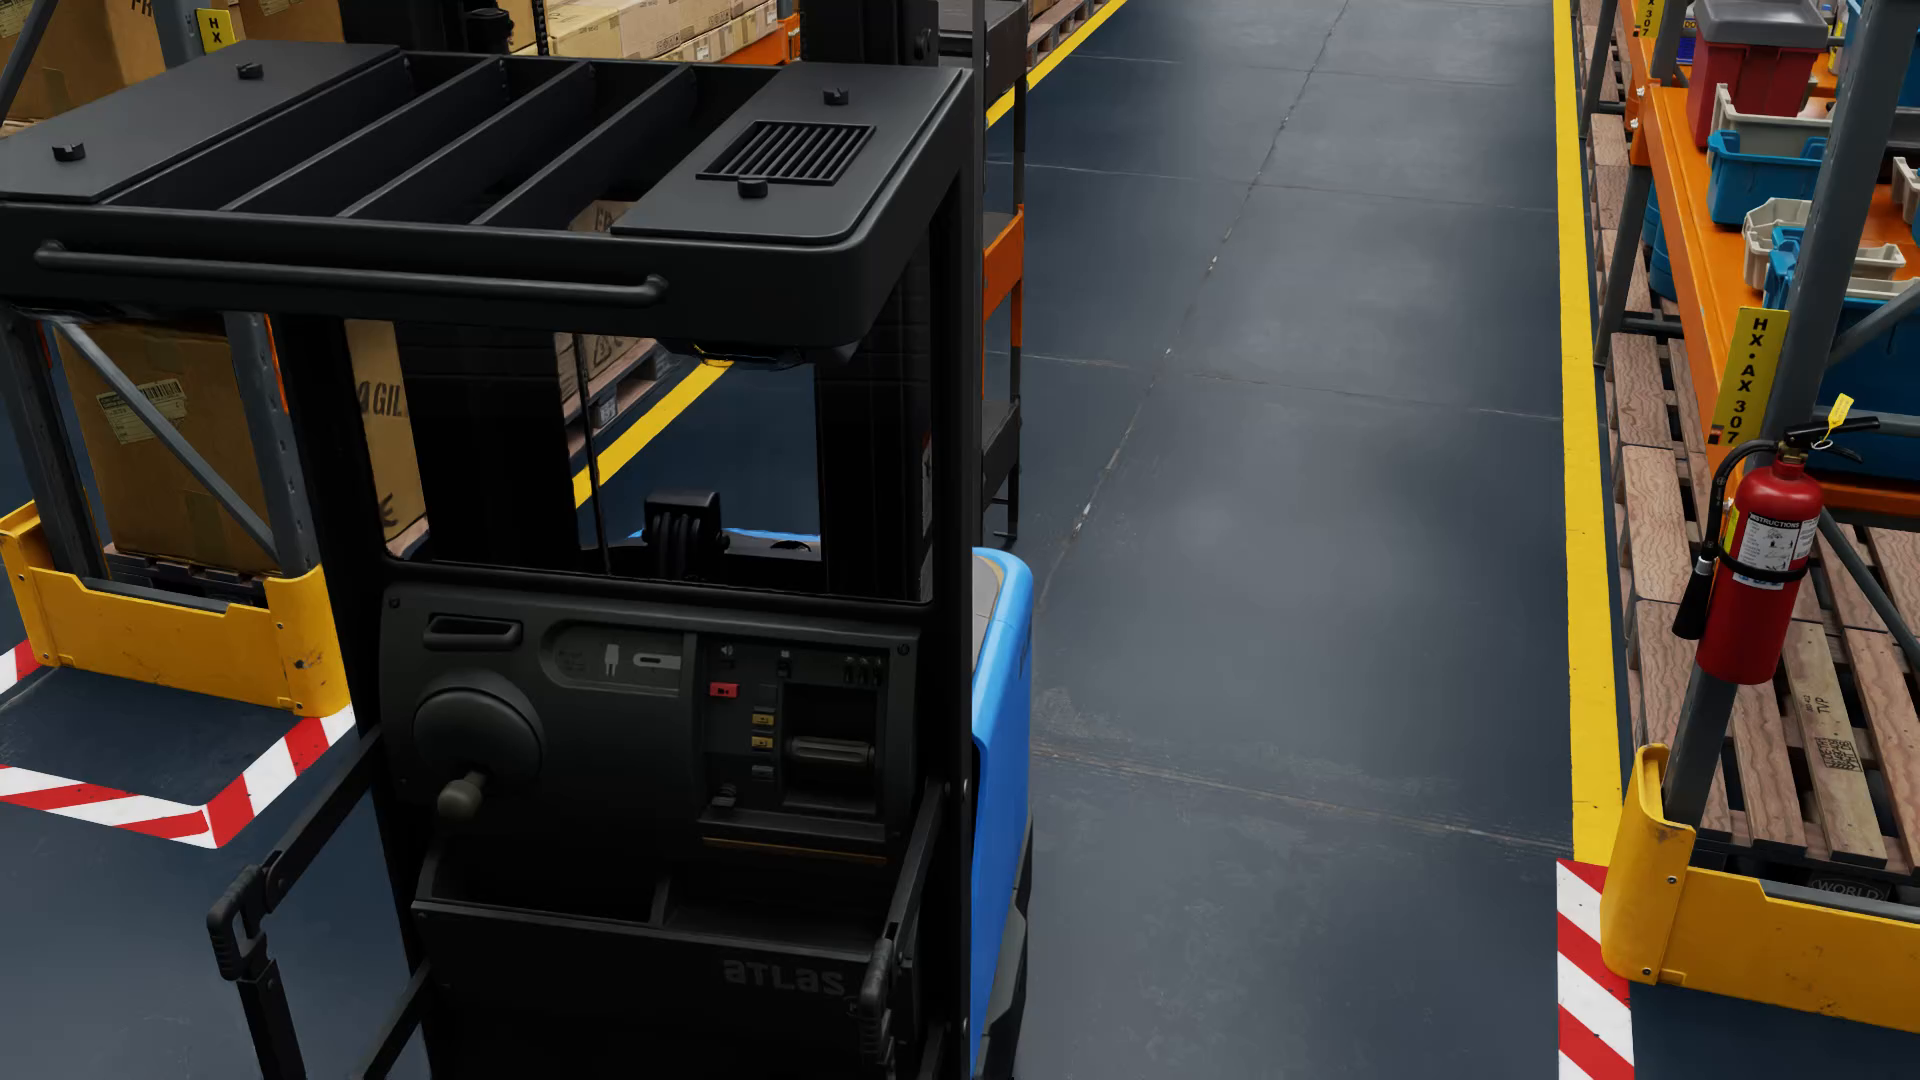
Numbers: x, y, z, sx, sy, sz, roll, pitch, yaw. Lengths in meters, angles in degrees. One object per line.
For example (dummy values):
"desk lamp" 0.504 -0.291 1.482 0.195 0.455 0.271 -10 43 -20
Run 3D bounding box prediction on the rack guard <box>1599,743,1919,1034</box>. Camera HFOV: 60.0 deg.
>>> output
"rack guard" 2.254 0.897 4.123 1.175 0.500 0.348 8 30 15

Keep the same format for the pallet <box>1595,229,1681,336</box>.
"pallet" 3.689 -1.201 8.192 1.003 0.211 1.213 8 30 15

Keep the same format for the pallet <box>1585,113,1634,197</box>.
"pallet" 4.405 -2.335 10.230 1.003 0.211 1.213 8 30 15

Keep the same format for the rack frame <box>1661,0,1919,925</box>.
"rack frame" 2.248 -0.208 3.539 1.000 3.000 0.127 8 30 15

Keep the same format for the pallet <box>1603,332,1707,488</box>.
"pallet" 3.244 -0.501 6.934 1.003 0.211 1.213 8 30 15

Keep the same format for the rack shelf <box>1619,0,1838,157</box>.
"rack shelf" 4.010 -2.682 8.726 1.077 0.370 4.000 8 30 15

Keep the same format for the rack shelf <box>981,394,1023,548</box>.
"rack shelf" -0.049 -0.217 5.948 0.431 0.518 0.480 8 30 15

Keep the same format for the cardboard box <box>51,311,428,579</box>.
"cardboard box" -2.375 -0.479 5.779 0.875 0.875 0.875 8 30 15

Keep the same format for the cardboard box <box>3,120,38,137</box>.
"cardboard box" -2.598 -1.243 5.246 0.500 0.250 0.500 8 30 14

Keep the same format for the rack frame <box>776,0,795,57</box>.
"rack frame" -1.312 -2.774 8.151 1.000 3.000 0.127 8 30 15

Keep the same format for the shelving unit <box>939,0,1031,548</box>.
"shelving unit" -0.049 -0.841 5.601 0.431 2.100 0.503 8 30 15

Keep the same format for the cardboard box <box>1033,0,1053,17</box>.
"cardboard box" 0.350 -4.571 13.500 0.700 0.500 0.500 11 31 19

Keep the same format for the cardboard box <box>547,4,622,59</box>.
"cardboard box" -1.642 -1.883 6.397 0.500 0.250 0.500 8 30 14

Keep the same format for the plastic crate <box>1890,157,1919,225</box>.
"plastic crate" 3.199 -1.126 5.398 0.293 0.136 0.466 8 30 15

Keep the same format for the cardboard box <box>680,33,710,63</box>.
"cardboard box" -1.315 -2.117 7.229 0.380 0.149 0.250 9 30 16

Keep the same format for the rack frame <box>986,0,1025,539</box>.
"rack frame" 0.023 -0.954 5.805 0.400 2.100 0.015 8 30 15

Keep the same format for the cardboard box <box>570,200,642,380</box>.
"cardboard box" -1.847 -1.315 7.283 0.875 0.875 0.875 8 30 15

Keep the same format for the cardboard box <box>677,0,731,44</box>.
"cardboard box" -1.340 -2.355 7.246 0.500 0.250 0.500 9 30 16

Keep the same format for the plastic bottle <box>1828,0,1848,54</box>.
"plastic bottle" 4.030 -2.344 7.505 0.152 0.276 0.135 8 30 15

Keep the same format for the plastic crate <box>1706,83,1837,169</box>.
"plastic crate" 2.798 -1.358 5.666 0.437 0.282 0.530 8 30 15

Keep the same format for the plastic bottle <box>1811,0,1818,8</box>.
"plastic bottle" 4.049 -2.626 8.012 0.152 0.276 0.135 8 30 15

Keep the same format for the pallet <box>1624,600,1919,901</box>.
"pallet" 2.528 0.633 4.896 1.003 0.211 1.213 8 30 15

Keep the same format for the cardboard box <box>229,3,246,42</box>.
"cardboard box" -5.259 -3.417 11.446 0.500 0.500 0.500 9 30 16

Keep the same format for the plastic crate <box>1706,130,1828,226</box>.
"plastic crate" 2.606 -1.152 5.346 0.416 0.233 0.300 8 30 15

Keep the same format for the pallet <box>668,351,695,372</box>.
"pallet" -1.610 -1.213 8.214 1.003 0.211 1.213 8 30 15

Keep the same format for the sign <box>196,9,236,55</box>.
"sign" -1.958 -1.246 4.432 0.100 0.325 0.005 8 30 15

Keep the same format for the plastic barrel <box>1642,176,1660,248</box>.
"plastic barrel" 3.806 -1.913 8.330 0.600 0.901 0.708 8 30 15

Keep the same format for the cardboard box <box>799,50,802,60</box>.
"cardboard box" -1.143 -2.329 9.105 1.225 0.875 0.875 9 30 15

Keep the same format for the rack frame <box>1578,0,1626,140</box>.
"rack frame" 4.597 -3.926 10.222 1.000 3.000 0.127 8 30 15

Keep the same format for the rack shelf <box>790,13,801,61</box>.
"rack shelf" -0.725 -3.389 9.996 1.077 0.370 4.000 8 30 15

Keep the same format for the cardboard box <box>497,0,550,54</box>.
"cardboard box" -1.794 -1.966 5.775 0.500 0.500 0.500 8 30 14

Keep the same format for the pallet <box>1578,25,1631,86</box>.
"pallet" 5.221 -3.627 12.553 1.003 0.211 1.213 8 30 15

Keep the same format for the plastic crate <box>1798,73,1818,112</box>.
"plastic crate" 3.149 -1.782 6.578 0.396 0.136 0.243 8 30 15

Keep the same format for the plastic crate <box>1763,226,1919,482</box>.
"plastic crate" 2.168 -0.432 3.843 0.616 0.435 0.499 8 30 15

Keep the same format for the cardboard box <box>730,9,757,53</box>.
"cardboard box" -1.164 -2.356 7.658 0.380 0.149 0.250 9 30 16

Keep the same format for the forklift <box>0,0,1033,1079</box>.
"forklift" -0.564 0.348 2.610 1.130 2.935 3.031 5 29 8

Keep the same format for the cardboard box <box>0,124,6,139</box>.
"cardboard box" -5.813 -2.405 9.681 0.380 0.149 0.250 9 30 16

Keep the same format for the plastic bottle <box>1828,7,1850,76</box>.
"plastic bottle" 3.848 -2.182 7.137 0.144 0.351 0.185 8 30 15

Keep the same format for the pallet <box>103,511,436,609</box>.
"pallet" -2.326 -0.079 6.175 1.003 0.211 1.213 8 30 15

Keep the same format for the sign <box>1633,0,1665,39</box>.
"sign" 2.897 -2.267 6.956 0.100 0.325 0.005 8 30 15

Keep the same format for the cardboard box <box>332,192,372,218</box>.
"cardboard box" -2.087 -1.164 5.105 0.500 0.250 0.500 8 30 14

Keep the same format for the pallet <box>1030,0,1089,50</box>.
"pallet" 0.453 -4.342 13.839 1.003 0.211 1.213 8 30 15

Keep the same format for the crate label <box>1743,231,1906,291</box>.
"crate label" 2.472 -0.790 4.793 0.396 0.136 0.243 8 30 15
